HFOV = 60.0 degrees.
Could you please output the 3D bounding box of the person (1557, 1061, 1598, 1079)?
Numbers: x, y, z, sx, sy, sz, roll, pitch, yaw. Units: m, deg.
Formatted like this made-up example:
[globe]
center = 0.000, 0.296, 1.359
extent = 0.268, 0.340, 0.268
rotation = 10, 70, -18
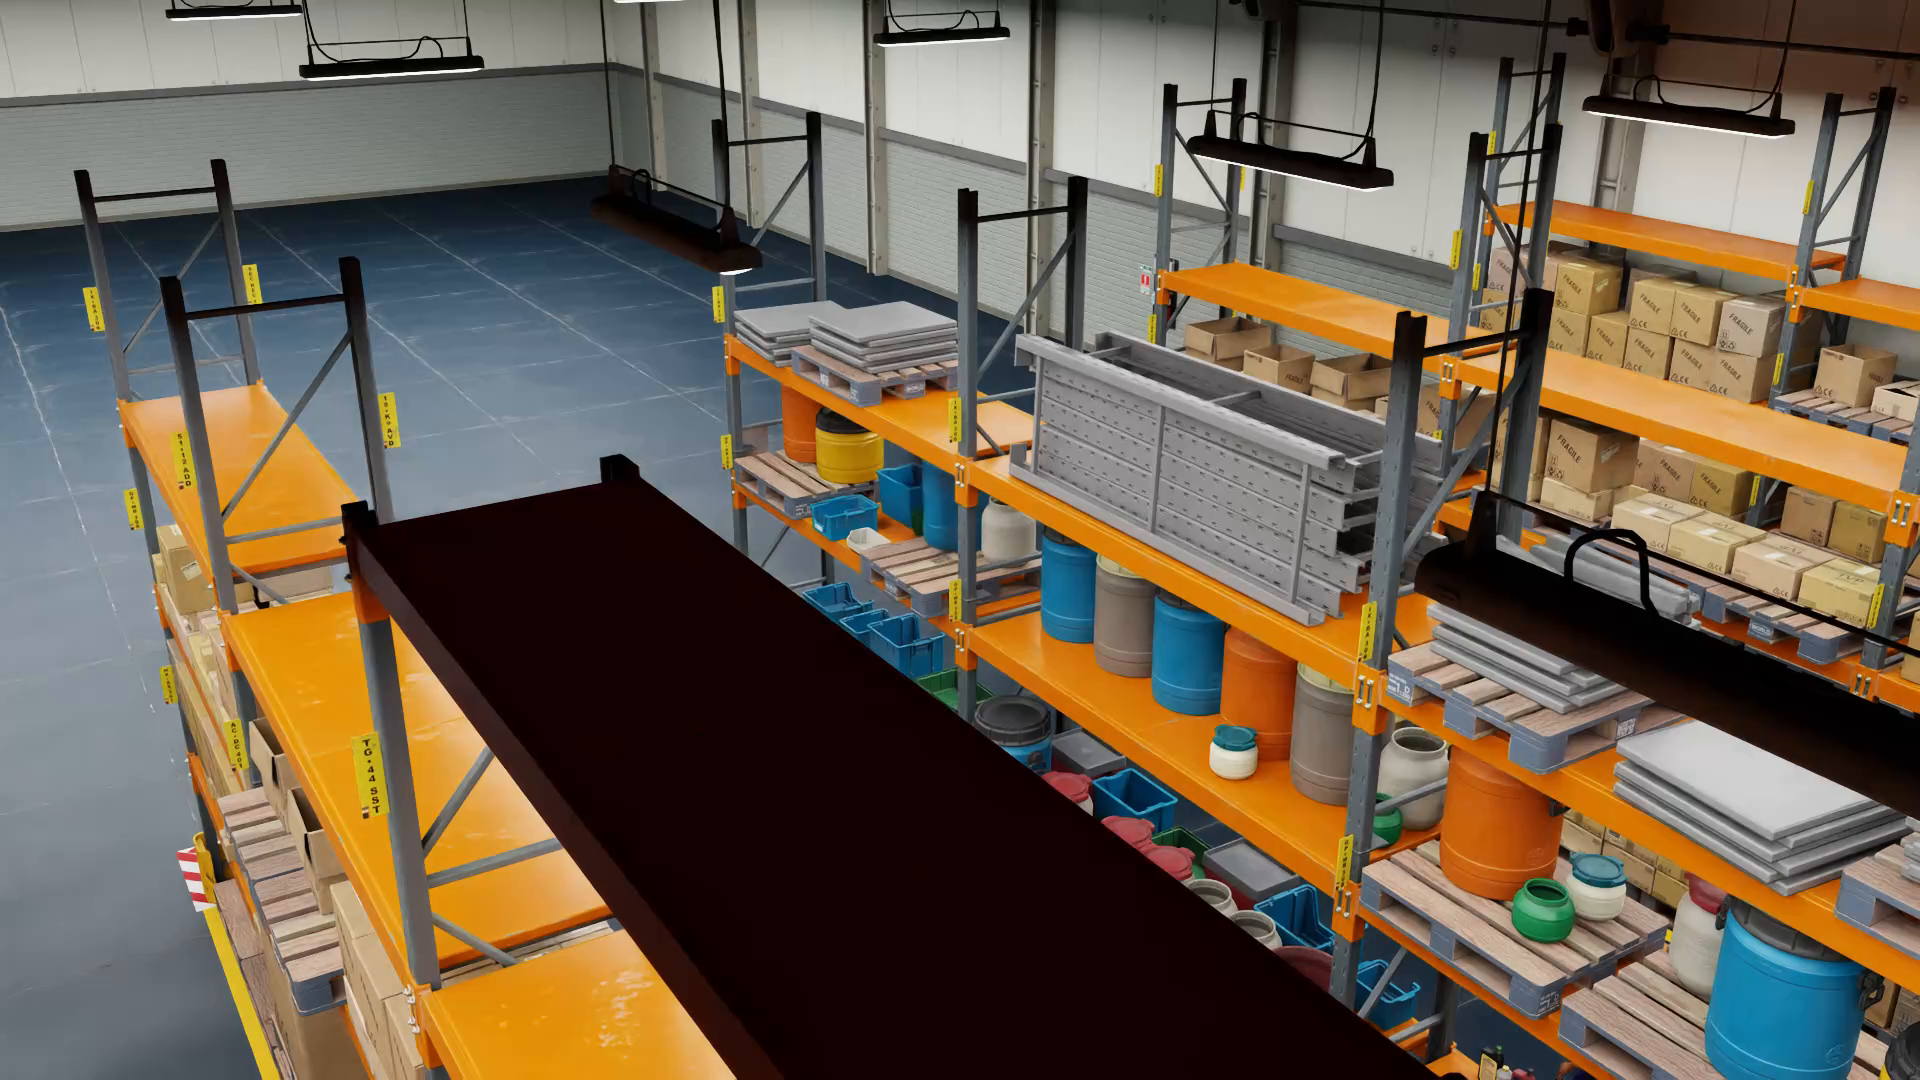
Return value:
[person]
center = 4.173, 3.394, 10.768
extent = 0.490, 1.579, 1.069
rotation = -19, 29, -39
